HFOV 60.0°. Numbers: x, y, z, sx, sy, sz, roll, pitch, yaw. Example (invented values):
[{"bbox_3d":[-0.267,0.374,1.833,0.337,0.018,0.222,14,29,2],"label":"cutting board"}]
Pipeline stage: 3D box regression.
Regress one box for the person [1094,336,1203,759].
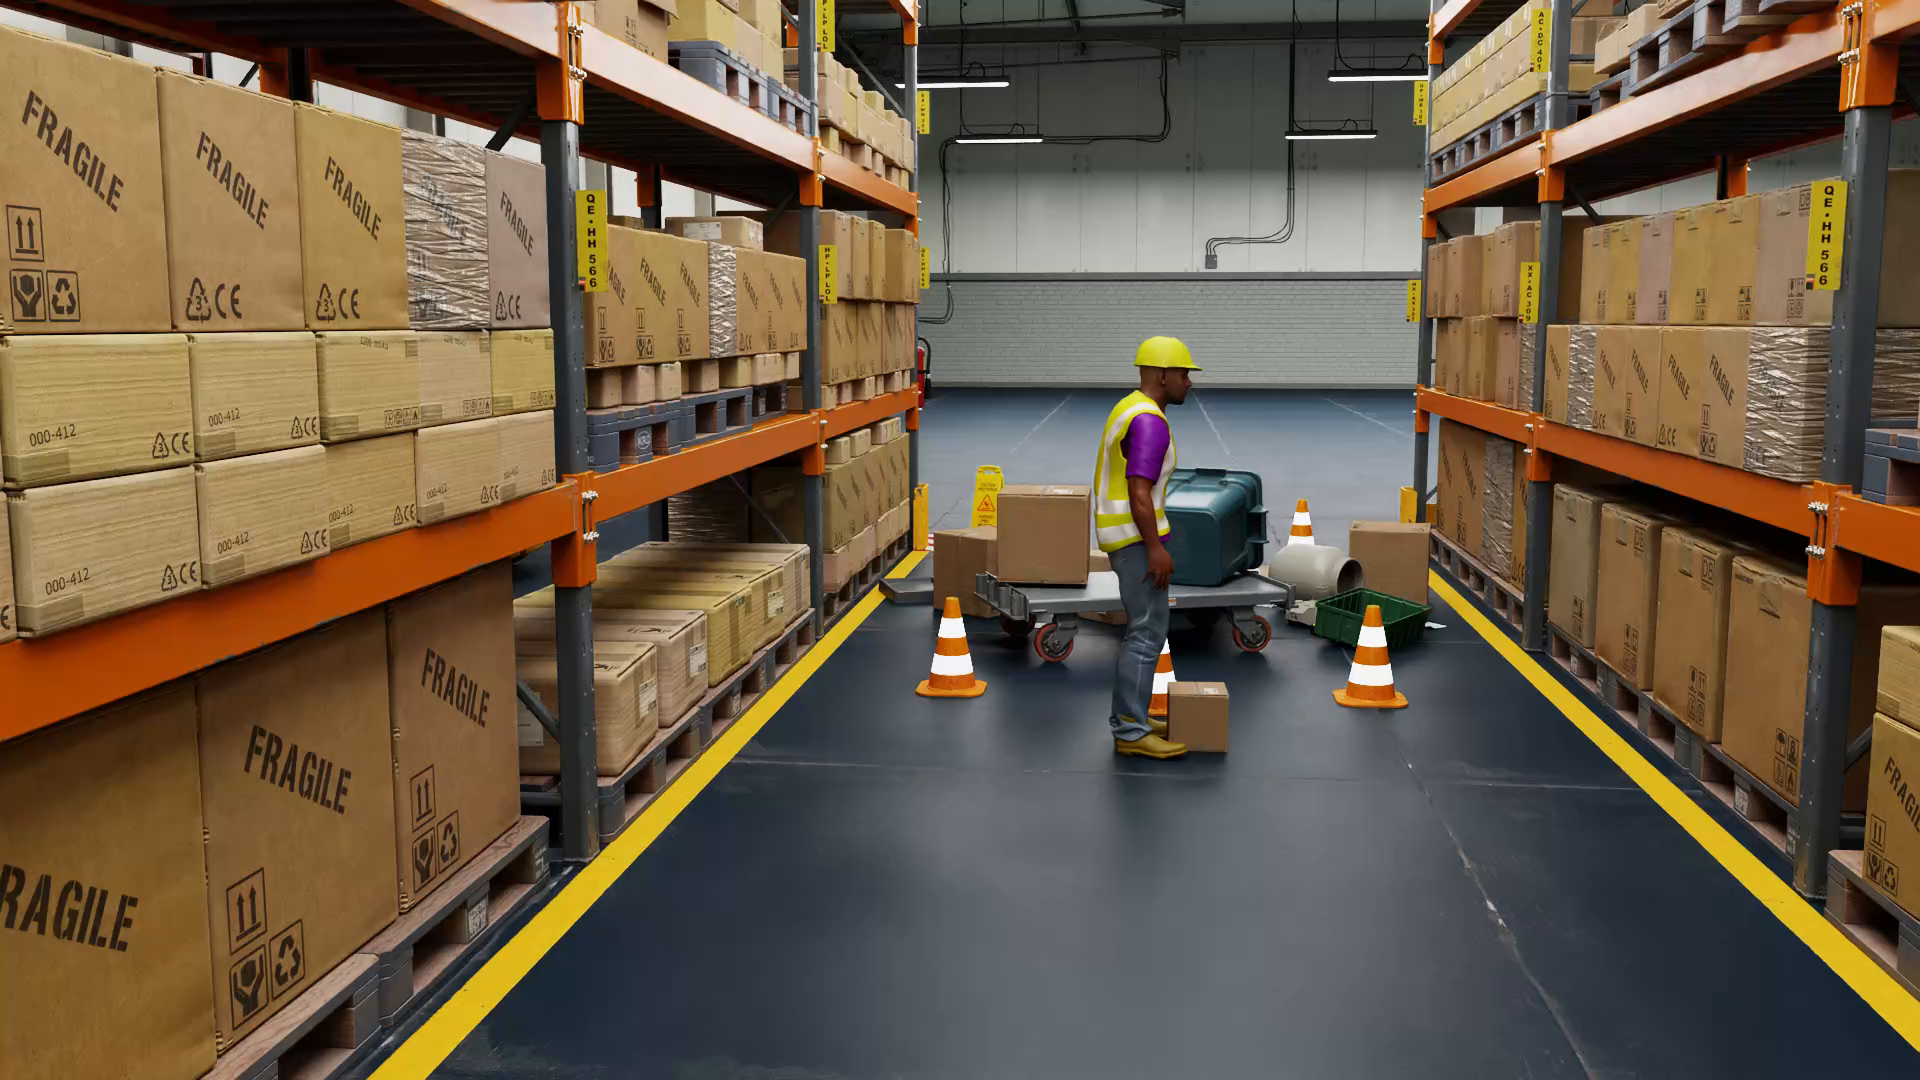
[{"bbox_3d":[0.801,0.013,7.125,0.454,1.761,0.636,0,8,3],"label":"person"}]
